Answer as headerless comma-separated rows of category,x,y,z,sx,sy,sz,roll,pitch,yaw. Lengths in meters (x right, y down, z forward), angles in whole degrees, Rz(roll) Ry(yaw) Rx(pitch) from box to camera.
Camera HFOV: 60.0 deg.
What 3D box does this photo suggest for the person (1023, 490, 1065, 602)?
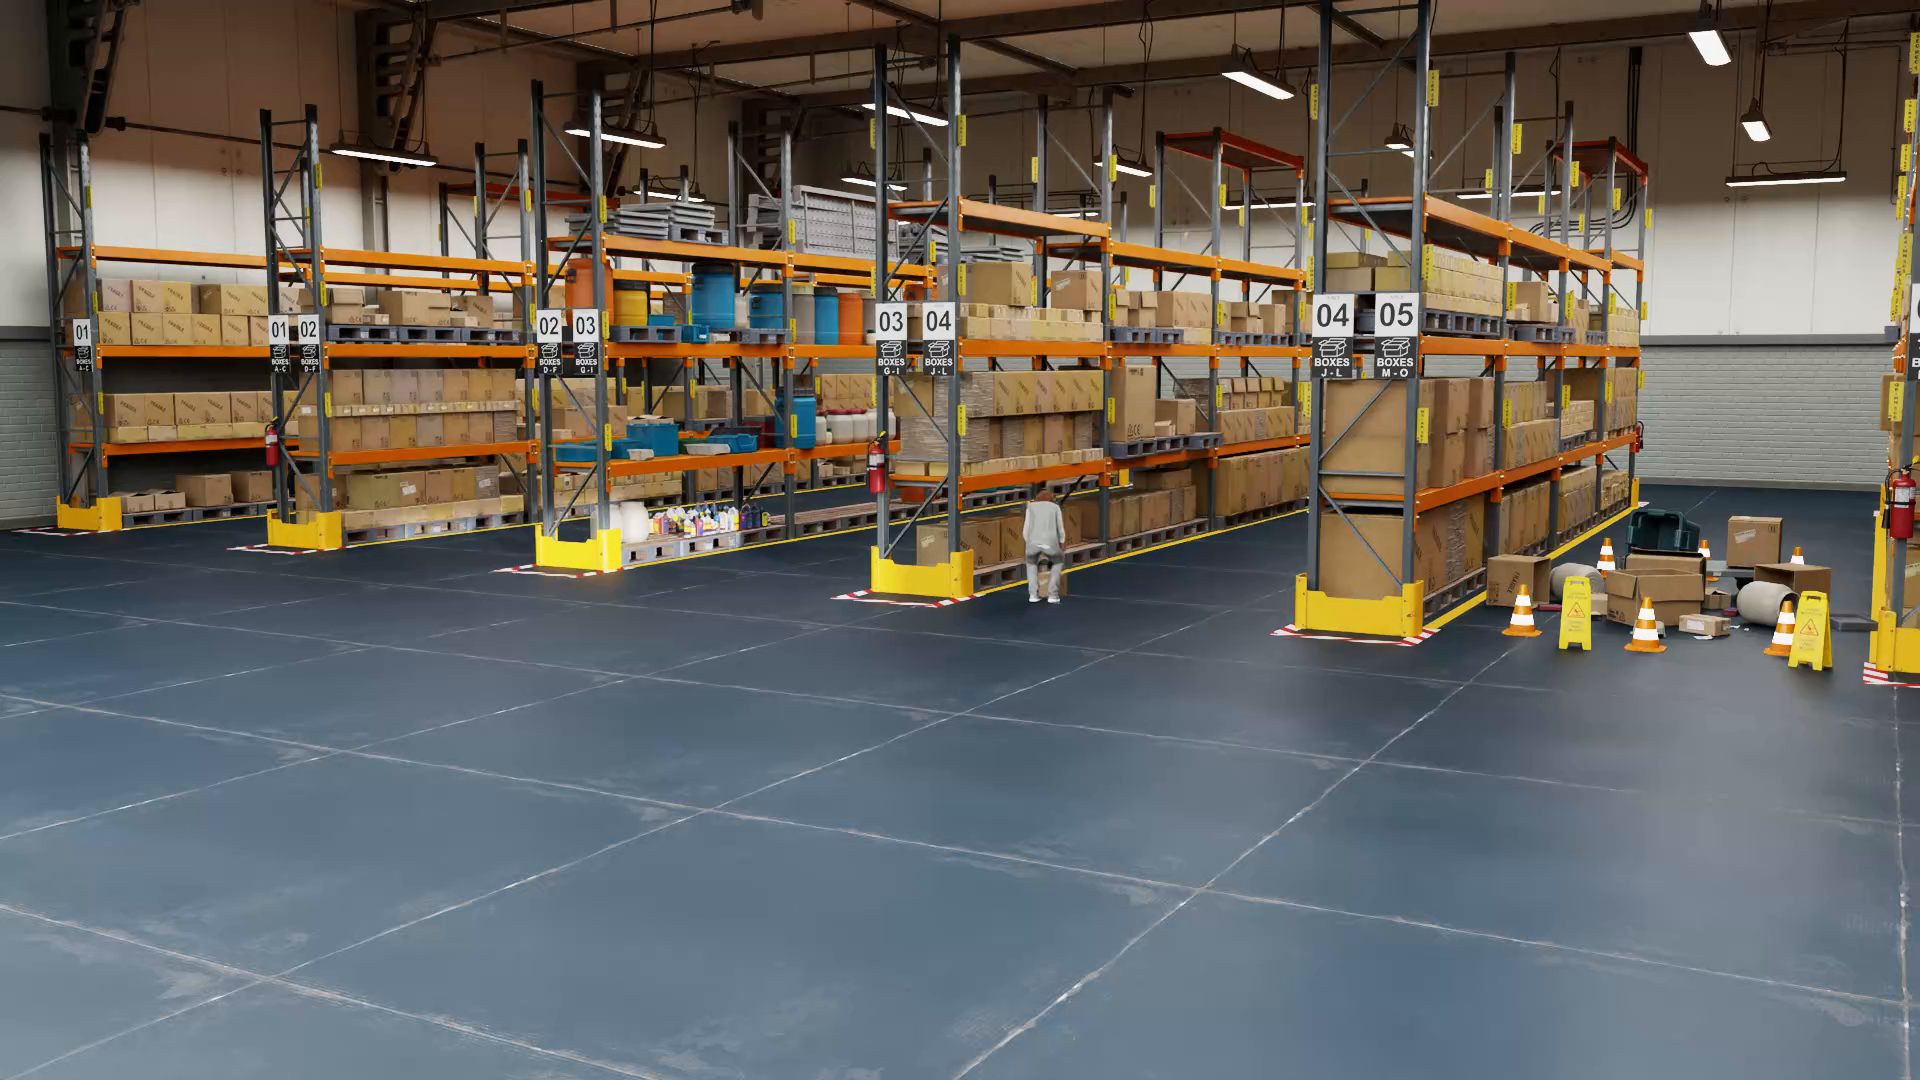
person,0.879,0.078,17.845,0.461,1.171,0.713,1,6,13
